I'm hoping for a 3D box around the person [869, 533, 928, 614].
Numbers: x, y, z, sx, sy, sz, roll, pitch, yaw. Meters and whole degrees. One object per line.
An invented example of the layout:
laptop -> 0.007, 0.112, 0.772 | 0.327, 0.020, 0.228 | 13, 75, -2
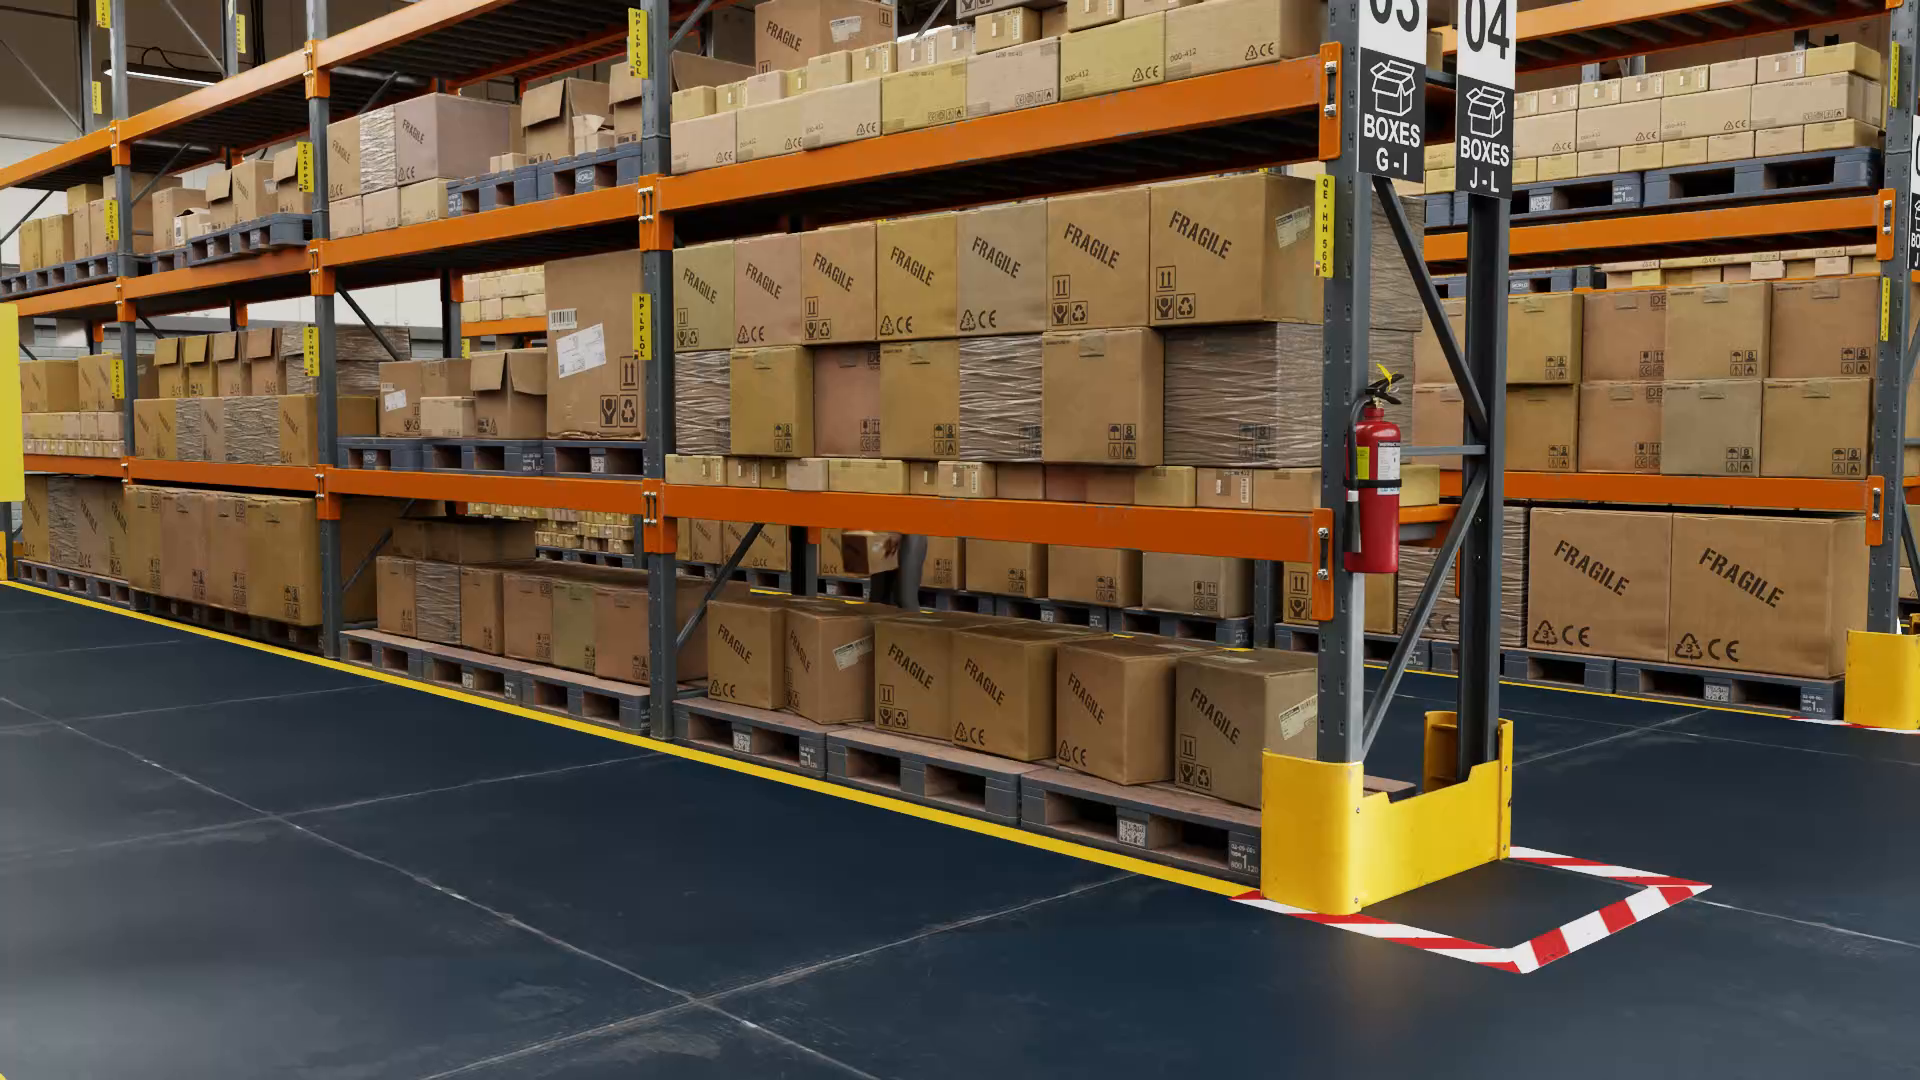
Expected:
person -> -0.426, 0.025, 10.667 | 0.405, 1.663, 0.479 | -4, 6, -45
